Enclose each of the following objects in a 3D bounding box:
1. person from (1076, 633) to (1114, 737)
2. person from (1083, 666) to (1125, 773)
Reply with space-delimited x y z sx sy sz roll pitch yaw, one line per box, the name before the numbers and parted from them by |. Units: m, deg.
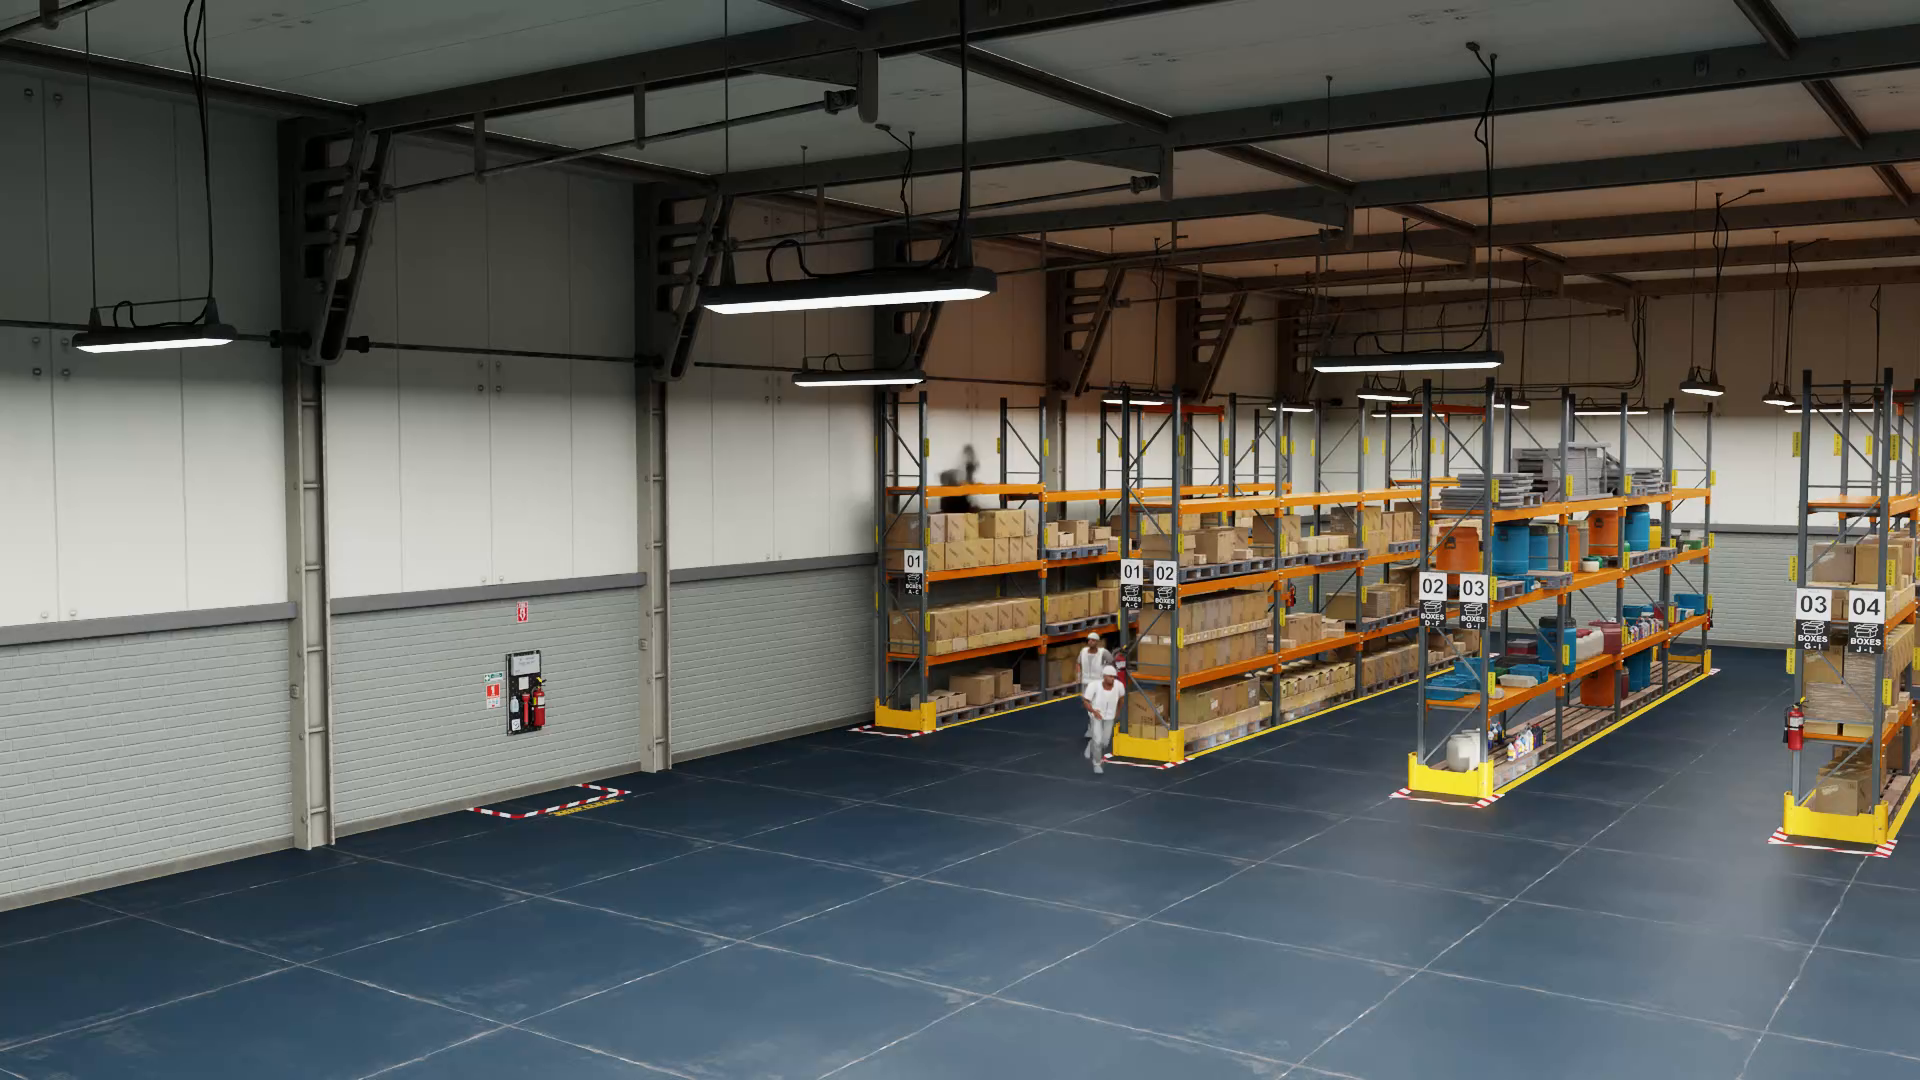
person | 2.337 2.481 28.770 0.709 1.775 0.770 2 4 28
person | 2.192 2.722 25.505 0.708 1.660 0.860 -1 3 -17
